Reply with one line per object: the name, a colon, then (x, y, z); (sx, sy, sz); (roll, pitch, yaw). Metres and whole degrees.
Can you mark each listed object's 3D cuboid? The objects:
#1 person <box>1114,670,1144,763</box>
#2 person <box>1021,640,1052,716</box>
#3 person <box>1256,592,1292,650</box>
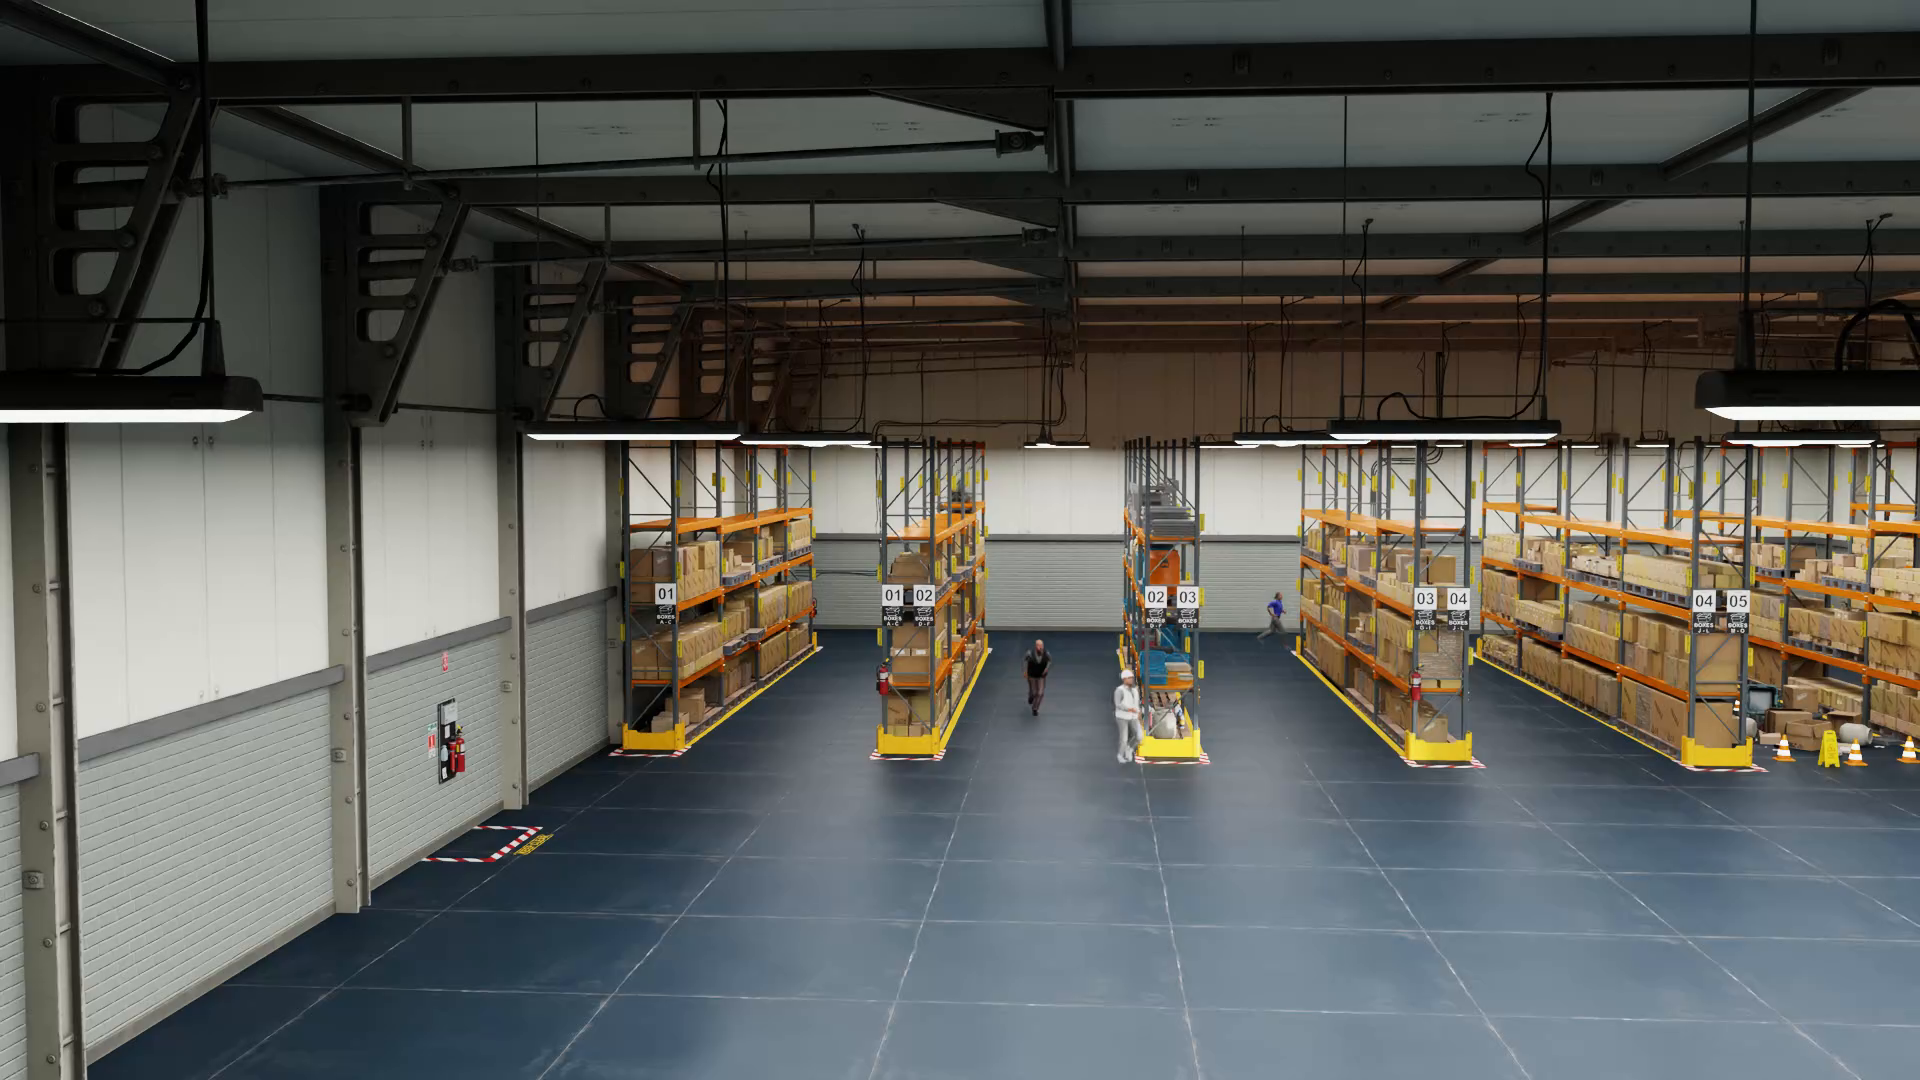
person: (3.081, 3.221, 30.291); (0.632, 1.728, 0.720); (-2, 4, -32)
person: (1.660, 2.985, 36.151); (0.653, 1.657, 0.752); (-1, 3, -14)
person: (9.097, 2.356, 48.076); (1.025, 1.687, 0.532); (1, 3, 16)
